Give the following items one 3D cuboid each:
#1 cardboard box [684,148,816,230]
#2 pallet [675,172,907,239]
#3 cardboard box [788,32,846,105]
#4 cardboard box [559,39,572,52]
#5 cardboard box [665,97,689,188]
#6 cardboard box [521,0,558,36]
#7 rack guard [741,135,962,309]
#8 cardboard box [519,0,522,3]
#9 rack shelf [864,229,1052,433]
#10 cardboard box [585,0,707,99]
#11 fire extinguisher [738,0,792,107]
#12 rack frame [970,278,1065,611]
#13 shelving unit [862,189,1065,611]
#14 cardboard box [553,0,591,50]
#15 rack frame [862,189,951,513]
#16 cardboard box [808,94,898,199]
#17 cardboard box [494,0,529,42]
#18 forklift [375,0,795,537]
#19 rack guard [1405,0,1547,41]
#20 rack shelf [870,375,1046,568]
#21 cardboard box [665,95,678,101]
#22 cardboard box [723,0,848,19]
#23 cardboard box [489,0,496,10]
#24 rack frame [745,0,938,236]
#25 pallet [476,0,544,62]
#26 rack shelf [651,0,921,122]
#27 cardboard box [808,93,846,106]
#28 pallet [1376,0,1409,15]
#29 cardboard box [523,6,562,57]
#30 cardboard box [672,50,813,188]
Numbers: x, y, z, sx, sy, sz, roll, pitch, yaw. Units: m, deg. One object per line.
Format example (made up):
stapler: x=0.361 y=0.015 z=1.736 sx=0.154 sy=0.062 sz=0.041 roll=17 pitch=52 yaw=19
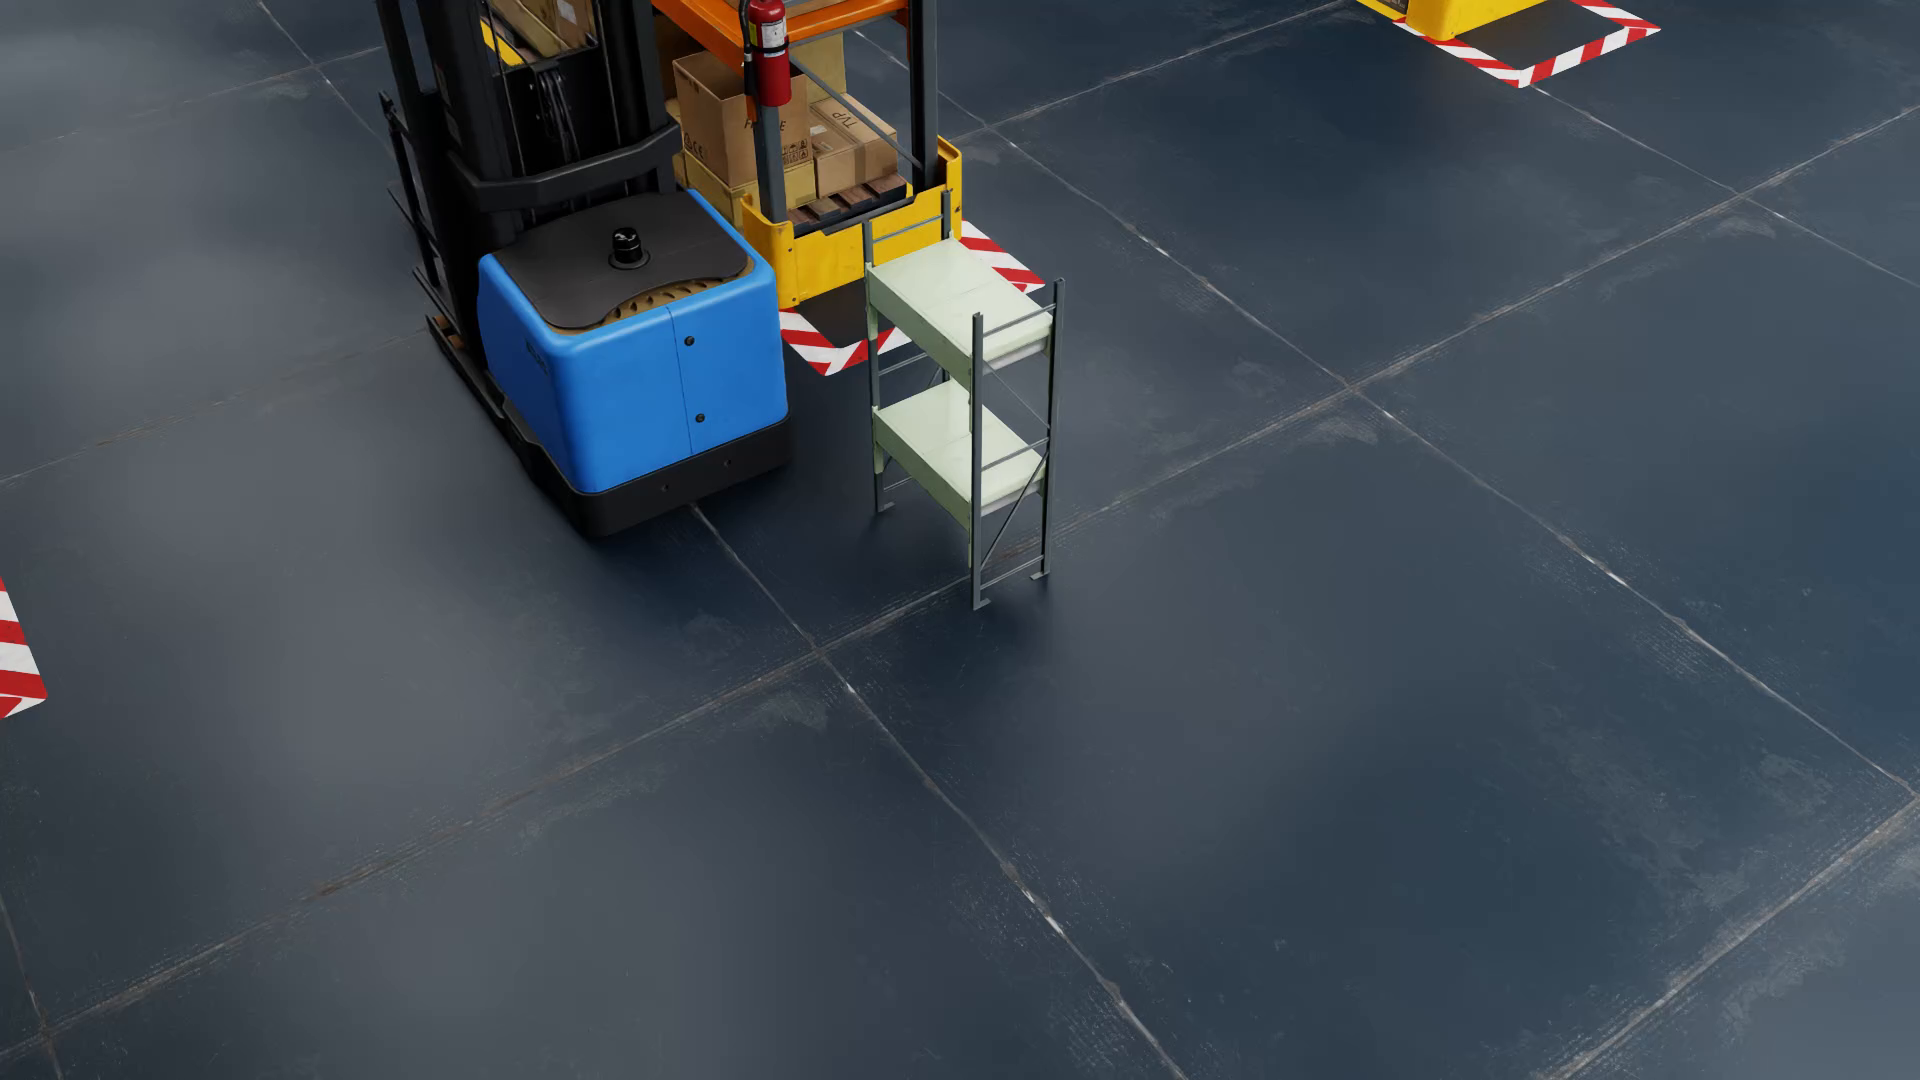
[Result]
cardboard box: x=-1.106 y=-1.929 z=8.777 sx=0.500 sy=0.250 sz=0.500 roll=-26 pitch=49 yaw=-24
pallet: x=-1.029 y=-1.993 z=9.176 sx=1.003 sy=0.211 sz=1.213 roll=-26 pitch=49 yaw=-24
cardboard box: x=-0.969 y=-2.688 z=9.028 sx=0.500 sy=0.500 sz=0.500 roll=-26 pitch=49 yaw=-24
cardboard box: x=-1.974 y=-2.774 z=9.662 sx=0.500 sy=0.250 sz=0.500 roll=-26 pitch=49 yaw=-24
cardboard box: x=-1.402 y=-2.208 z=9.069 sx=0.500 sy=0.250 sz=0.500 roll=-26 pitch=49 yaw=-24
cardboard box: x=-2.265 y=-3.326 z=9.697 sx=0.500 sy=0.500 sz=0.500 roll=-26 pitch=49 yaw=-24
rack guard: x=-0.543 y=-1.667 z=8.625 sx=1.175 sy=0.500 sz=0.348 roll=-26 pitch=49 yaw=-24
cardboard box: x=-2.545 y=-3.613 z=9.997 sx=0.500 sy=0.500 sz=0.500 roll=-26 pitch=49 yaw=-24
rack shelf: x=0.004 y=-0.821 z=6.450 sx=0.431 sy=0.370 sz=0.720 roll=-26 pitch=49 yaw=-24
cardboard box: x=-1.692 y=-2.760 z=9.104 sx=0.500 sy=0.500 sz=0.500 roll=-26 pitch=49 yaw=-24
fire extinguisher: x=-0.871 y=-2.307 z=7.541 sx=0.296 sy=0.674 sz=0.183 roll=-26 pitch=49 yaw=-24
rack frame: x=0.213 y=-0.331 z=6.502 sx=0.400 sy=1.500 sz=0.023 roll=-26 pitch=49 yaw=-24
shelving unit: x=0.004 y=-0.539 z=6.719 sx=0.431 sy=1.500 sz=0.755 roll=-26 pitch=49 yaw=-24
cardboard box: x=-1.977 y=-3.044 z=9.401 sx=0.500 sy=0.500 sz=0.500 roll=-26 pitch=49 yaw=-24
rack frame: x=-0.206 y=-0.746 z=6.936 sx=0.400 sy=1.500 sz=0.023 roll=-26 pitch=49 yaw=-24
cardboard box: x=-0.682 y=-2.134 z=8.991 sx=0.500 sy=0.250 sz=0.500 roll=-26 pitch=49 yaw=-24
cardboard box: x=-2.547 y=-3.340 z=10.255 sx=0.500 sy=0.250 sz=0.500 roll=-26 pitch=49 yaw=-24
forklift: x=-1.971 y=-2.067 z=7.284 sx=1.130 sy=2.935 sz=3.031 roll=-24 pitch=49 yaw=-23
rack guard: x=3.426 y=-3.660 z=10.713 sx=1.175 sy=0.500 sz=0.348 roll=-26 pitch=49 yaw=-24
rack shelf: x=0.004 y=-0.303 z=6.944 sx=0.431 sy=0.370 sz=0.720 roll=-26 pitch=49 yaw=-24
cardboard box: x=-1.690 y=-2.490 z=9.364 sx=0.500 sy=0.250 sz=0.500 roll=-26 pitch=49 yaw=-24
cardboard box: x=-0.814 y=-2.891 z=8.024 sx=0.700 sy=0.500 sz=0.500 roll=-26 pitch=49 yaw=-24
cardboard box: x=-2.829 y=-3.625 z=10.553 sx=0.500 sy=0.250 sz=0.500 roll=-26 pitch=49 yaw=-24
rack frame: x=-0.557 y=-2.585 z=7.777 sx=1.000 sy=3.000 sz=0.127 roll=-26 pitch=49 yaw=-24
pallet: x=-2.425 y=-3.375 z=10.623 sx=1.003 sy=0.211 sz=1.213 roll=-26 pitch=49 yaw=-24
rack shelf: x=-1.701 y=-3.458 z=9.211 sx=1.077 sy=0.370 sz=4.000 roll=-26 pitch=49 yaw=-24
cardboard box: x=-0.971 y=-2.416 z=9.286 sx=0.500 sy=0.250 sz=0.500 roll=-26 pitch=49 yaw=-24
pallet: x=2.965 y=-4.018 z=11.297 sx=1.003 sy=0.211 sz=1.213 roll=-26 pitch=49 yaw=-24
cardboard box: x=-2.265 y=-3.055 z=9.956 sx=0.500 sy=0.250 sz=0.500 roll=-26 pitch=49 yaw=-24
cardboard box: x=-1.108 y=-2.200 z=8.517 sx=0.500 sy=0.500 sz=0.500 roll=-26 pitch=49 yaw=-24
